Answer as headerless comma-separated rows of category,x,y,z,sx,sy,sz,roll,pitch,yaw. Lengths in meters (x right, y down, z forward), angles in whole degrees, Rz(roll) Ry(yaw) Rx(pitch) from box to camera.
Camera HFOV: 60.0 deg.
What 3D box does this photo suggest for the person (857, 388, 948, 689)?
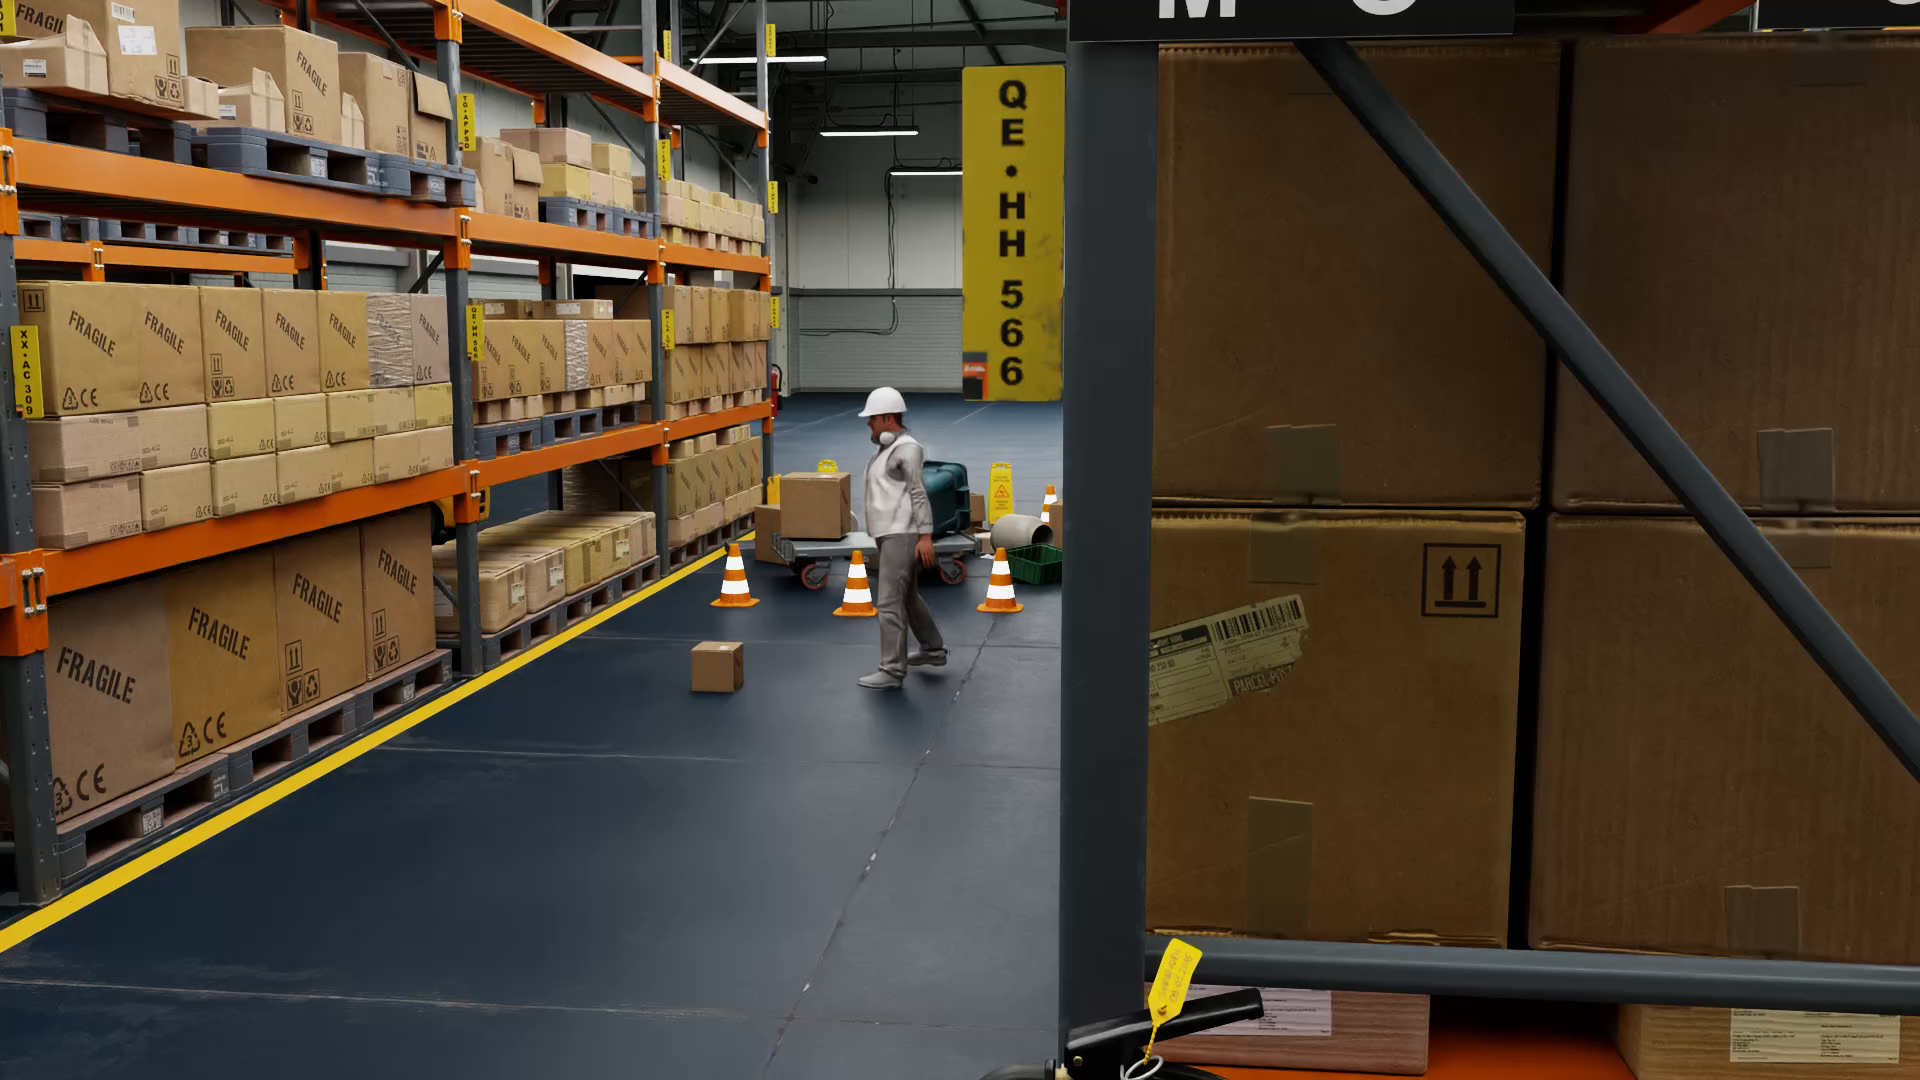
person,-0.358,-0.030,9.942,0.676,1.759,0.673,-2,8,-17
